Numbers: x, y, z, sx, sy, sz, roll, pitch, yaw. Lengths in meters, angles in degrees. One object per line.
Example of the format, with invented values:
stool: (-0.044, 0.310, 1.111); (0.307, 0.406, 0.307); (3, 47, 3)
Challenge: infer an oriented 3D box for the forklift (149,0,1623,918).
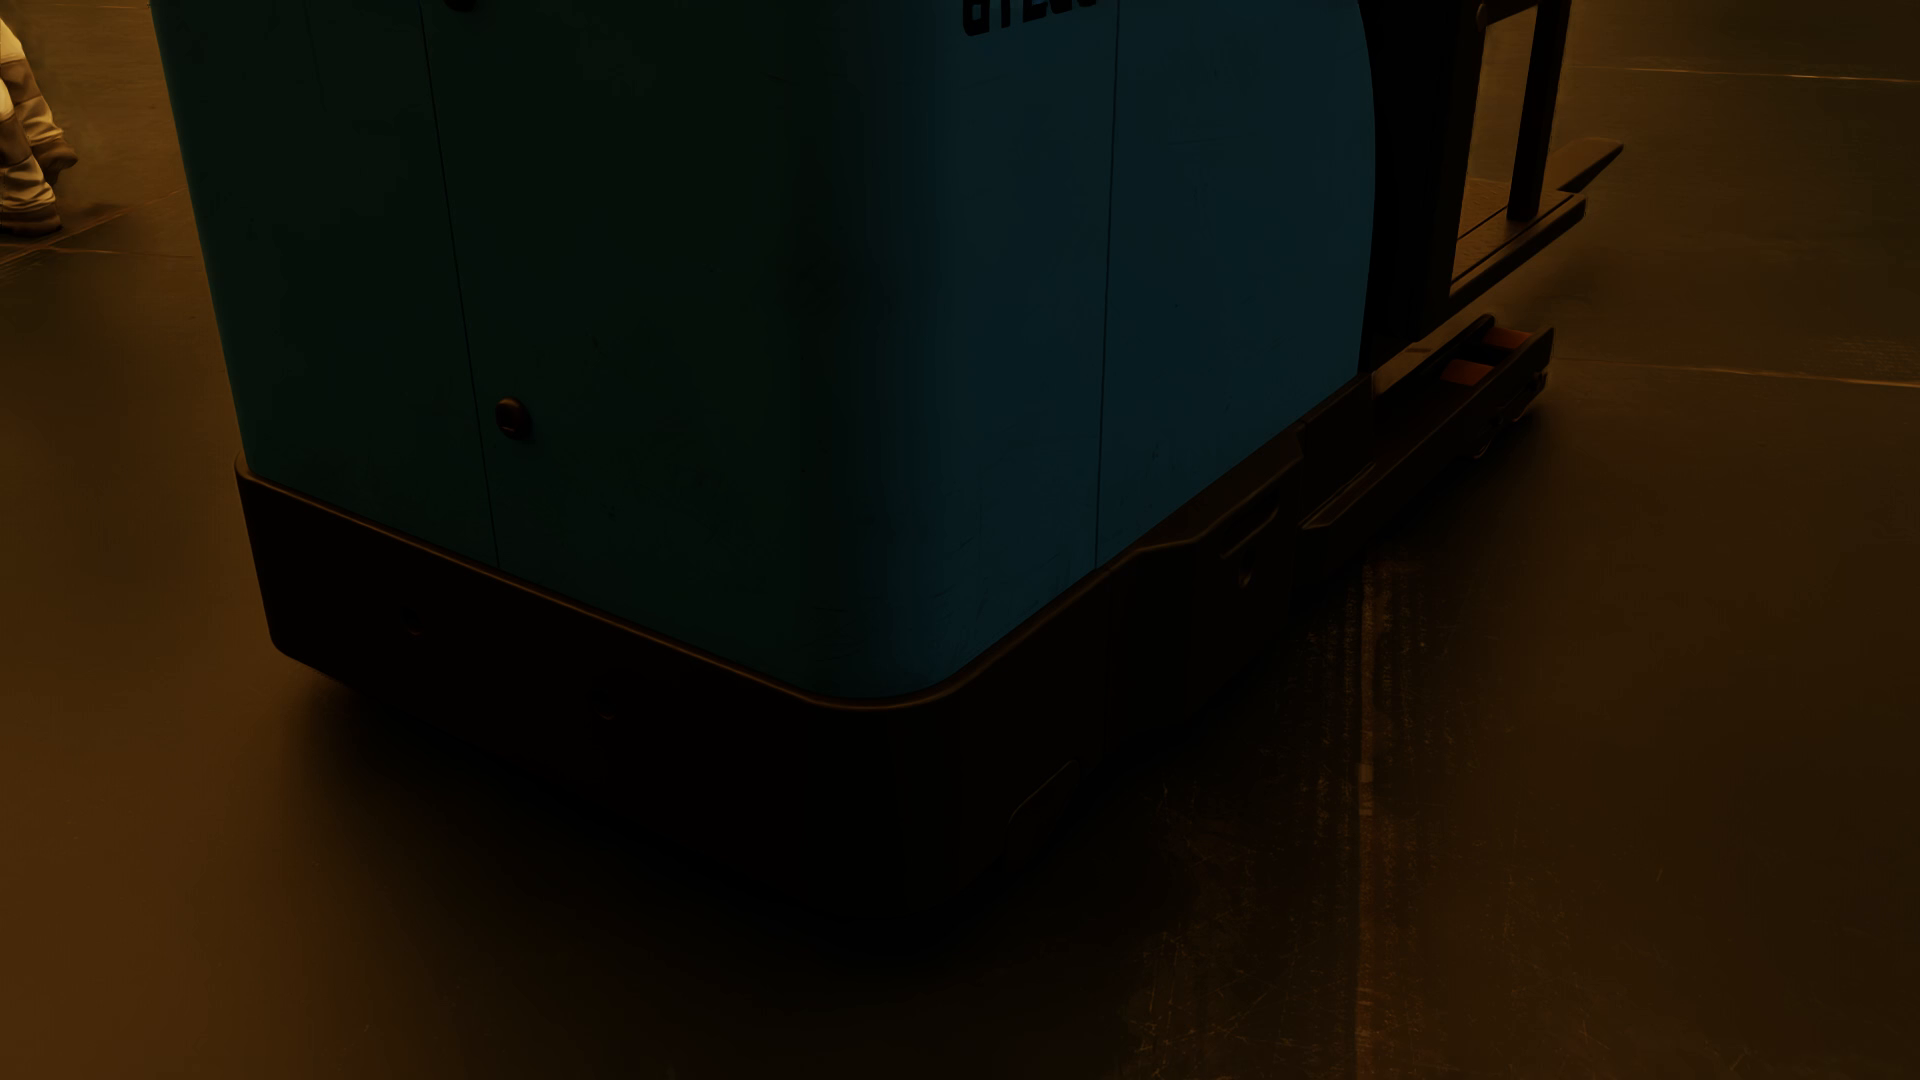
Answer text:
forklift: (0.378, -1.552, 2.323); (1.130, 2.935, 3.031); (17, 32, 31)

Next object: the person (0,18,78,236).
person: (-2.303, -1.527, 3.605); (0.483, 1.786, 0.898); (5, 27, 9)
